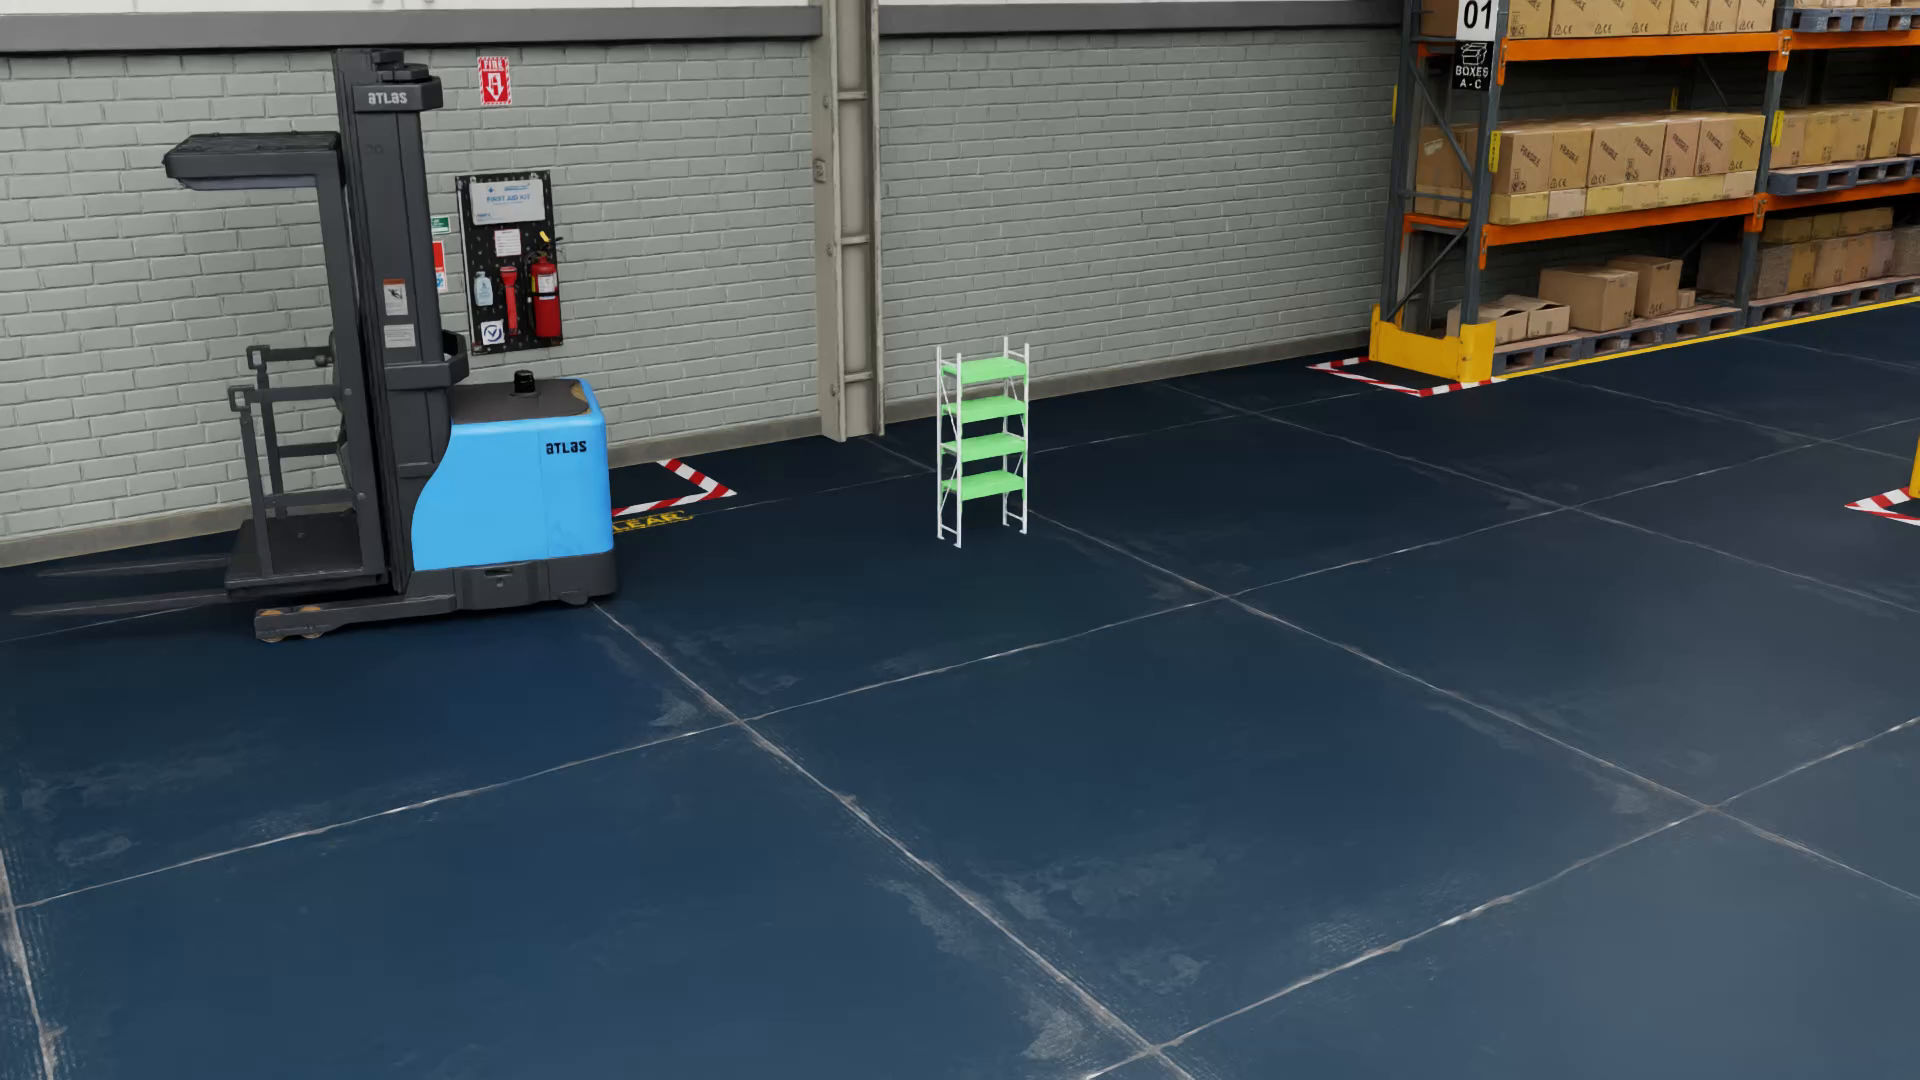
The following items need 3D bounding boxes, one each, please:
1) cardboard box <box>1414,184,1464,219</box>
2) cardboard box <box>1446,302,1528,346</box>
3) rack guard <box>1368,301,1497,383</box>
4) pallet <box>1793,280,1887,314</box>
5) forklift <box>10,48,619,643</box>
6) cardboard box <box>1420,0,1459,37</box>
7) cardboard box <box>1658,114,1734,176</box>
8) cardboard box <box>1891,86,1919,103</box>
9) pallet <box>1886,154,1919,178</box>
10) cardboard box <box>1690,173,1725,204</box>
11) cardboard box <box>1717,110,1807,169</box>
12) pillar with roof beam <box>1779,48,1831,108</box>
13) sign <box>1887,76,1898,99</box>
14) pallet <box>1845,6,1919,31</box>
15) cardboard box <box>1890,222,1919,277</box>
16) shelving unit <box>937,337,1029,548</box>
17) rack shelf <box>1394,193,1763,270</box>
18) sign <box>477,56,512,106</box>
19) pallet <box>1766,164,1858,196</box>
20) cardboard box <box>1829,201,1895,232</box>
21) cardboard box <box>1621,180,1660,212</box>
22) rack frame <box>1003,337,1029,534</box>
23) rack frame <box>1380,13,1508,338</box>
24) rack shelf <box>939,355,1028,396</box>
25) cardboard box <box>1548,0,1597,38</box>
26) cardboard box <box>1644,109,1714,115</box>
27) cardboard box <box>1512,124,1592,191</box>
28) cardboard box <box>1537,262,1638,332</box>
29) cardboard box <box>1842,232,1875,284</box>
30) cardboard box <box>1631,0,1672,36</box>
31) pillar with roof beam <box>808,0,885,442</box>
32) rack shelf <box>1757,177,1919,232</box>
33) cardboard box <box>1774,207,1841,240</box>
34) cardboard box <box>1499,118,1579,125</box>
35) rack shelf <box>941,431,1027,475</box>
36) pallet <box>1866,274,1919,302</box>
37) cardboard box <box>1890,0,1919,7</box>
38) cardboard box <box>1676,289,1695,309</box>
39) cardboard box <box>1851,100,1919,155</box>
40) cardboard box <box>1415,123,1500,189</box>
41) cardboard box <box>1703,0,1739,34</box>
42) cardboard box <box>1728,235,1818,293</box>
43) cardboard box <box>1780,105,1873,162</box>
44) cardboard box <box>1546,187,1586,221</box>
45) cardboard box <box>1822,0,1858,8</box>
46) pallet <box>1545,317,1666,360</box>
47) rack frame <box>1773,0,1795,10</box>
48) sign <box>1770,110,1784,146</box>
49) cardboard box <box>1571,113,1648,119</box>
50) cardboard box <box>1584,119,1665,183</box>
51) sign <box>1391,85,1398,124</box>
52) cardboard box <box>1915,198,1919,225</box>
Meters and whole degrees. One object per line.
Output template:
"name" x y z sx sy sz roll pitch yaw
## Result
"cardboard box" 4.369 -3.000 14.638 0.500 0.250 0.500 -12 22 -31
"cardboard box" 4.713 -1.960 14.870 0.500 0.311 0.500 -15 24 -37
"rack guard" 4.149 -1.757 14.660 0.348 0.500 1.175 -12 22 -31
"pallet" 9.095 -2.665 17.797 1.213 0.211 1.003 -12 22 -31
"forklift" -3.467 -1.043 8.755 3.031 2.935 1.130 -6 19 -16
"cardboard box" 4.295 -4.546 14.138 0.500 0.500 0.500 -10 21 -28
"cardboard box" 6.788 -3.670 15.450 0.500 0.500 0.500 -12 22 -32
"cardboard box" 10.235 -4.770 17.815 0.250 0.149 0.380 -17 25 -40
"pallet" 10.230 -4.092 17.964 1.003 0.211 1.213 -12 22 -31
"cardboard box" 6.777 -3.320 15.586 0.500 0.250 0.500 -12 22 -31
"cardboard box" 7.870 -3.968 16.456 0.500 0.500 0.700 -12 22 -31
"pillar with roof beam" 11.573 -6.029 14.029 0.400 9.000 9.100 -12 22 -31
"sign" 10.459 -5.033 18.640 0.005 0.325 0.100 -12 22 -31
"pallet" 8.865 -5.228 16.634 1.003 0.211 1.213 -12 22 -31
"cardboard box" 10.194 -3.220 18.302 0.500 0.500 0.700 -12 22 -31
"shelving unit" 0.138 -0.598 10.139 0.503 1.200 0.258 -12 22 -31
"rack shelf" 5.756 -2.939 15.378 4.000 0.370 1.077 -12 22 -31
"sign" -2.963 -2.924 10.589 0.199 0.298 0.001 -12 22 -31
"pallet" 8.144 -3.637 16.618 1.213 0.211 1.003 -12 22 -31
"cardboard box" 9.684 -3.492 17.934 0.500 0.250 0.500 -11 22 -30
"cardboard box" 5.945 -3.139 15.048 0.500 0.250 0.500 -12 22 -31
"rack frame" 0.342 -0.641 10.266 0.015 1.200 0.240 -12 22 -31
"rack frame" 4.085 -2.927 14.220 0.127 3.000 1.000 -12 22 -31
"rack shelf" 0.138 -0.992 10.006 0.480 0.148 0.258 -12 22 -31
"cardboard box" 4.970 -4.482 13.949 0.500 0.500 0.500 -10 21 -28
"cardboard box" 6.919 -3.899 16.126 0.500 0.500 0.500 -13 22 -33
"cardboard box" 5.068 -3.309 14.382 0.500 0.500 0.500 -12 22 -31
"cardboard box" 5.829 -2.266 15.479 0.500 0.500 0.700 -14 23 -35
"cardboard box" 9.301 -3.065 17.844 0.500 0.500 0.700 -12 22 -32
"cardboard box" 5.838 -4.675 14.518 0.500 0.500 0.500 -10 21 -28
"pillar with roof beam" 1.551 -3.916 7.777 0.400 9.000 9.100 -12 22 -31
"rack shelf" 9.096 -3.643 17.462 4.000 0.370 1.077 -12 22 -31
"cardboard box" 8.830 -3.317 17.417 0.500 0.250 0.500 -13 22 -33
"cardboard box" 5.217 -3.539 15.062 0.500 0.500 0.500 -13 22 -33
"rack shelf" 0.138 -0.537 10.159 0.480 0.148 0.258 -12 22 -31
"pallet" 10.113 -2.878 18.429 1.213 0.211 1.003 -12 22 -31
"cardboard box" 9.633 -5.612 17.286 0.637 0.503 0.797 -9 20 -24
"cardboard box" 6.996 -2.396 16.385 0.250 0.166 0.380 -16 24 -38
"cardboard box" 9.928 -4.401 17.737 0.500 0.500 0.700 -14 23 -36
"cardboard box" 4.362 -3.361 14.535 0.500 0.500 0.500 -12 22 -32
"cardboard box" 6.711 -4.869 15.093 0.500 0.500 0.500 -14 23 -36
"cardboard box" 8.436 -2.895 17.340 0.500 0.500 0.700 -12 22 -32
"cardboard box" 8.873 -4.189 17.109 0.500 0.500 0.700 -9 21 -24
"cardboard box" 5.093 -2.962 14.526 0.500 0.250 0.500 -13 22 -33
"cardboard box" 8.441 -5.393 16.313 0.500 0.311 0.500 -11 22 -30
"pallet" 5.865 -1.967 15.734 1.213 0.211 1.003 -12 22 -31
"rack frame" 7.426 -6.474 15.344 0.127 3.000 1.000 -12 22 -31
"sign" 7.731 -3.898 15.740 0.005 0.325 0.100 -12 22 -31
"cardboard box" 6.065 -3.722 15.604 0.500 0.500 0.500 -11 22 -30
"cardboard box" 5.927 -3.493 14.924 0.500 0.500 0.500 -11 22 -30
"sign" 3.797 -3.778 14.434 0.005 0.325 0.100 -12 22 -31
"cardboard box" 11.453 -3.612 18.945 0.750 0.750 0.750 -12 22 -32
